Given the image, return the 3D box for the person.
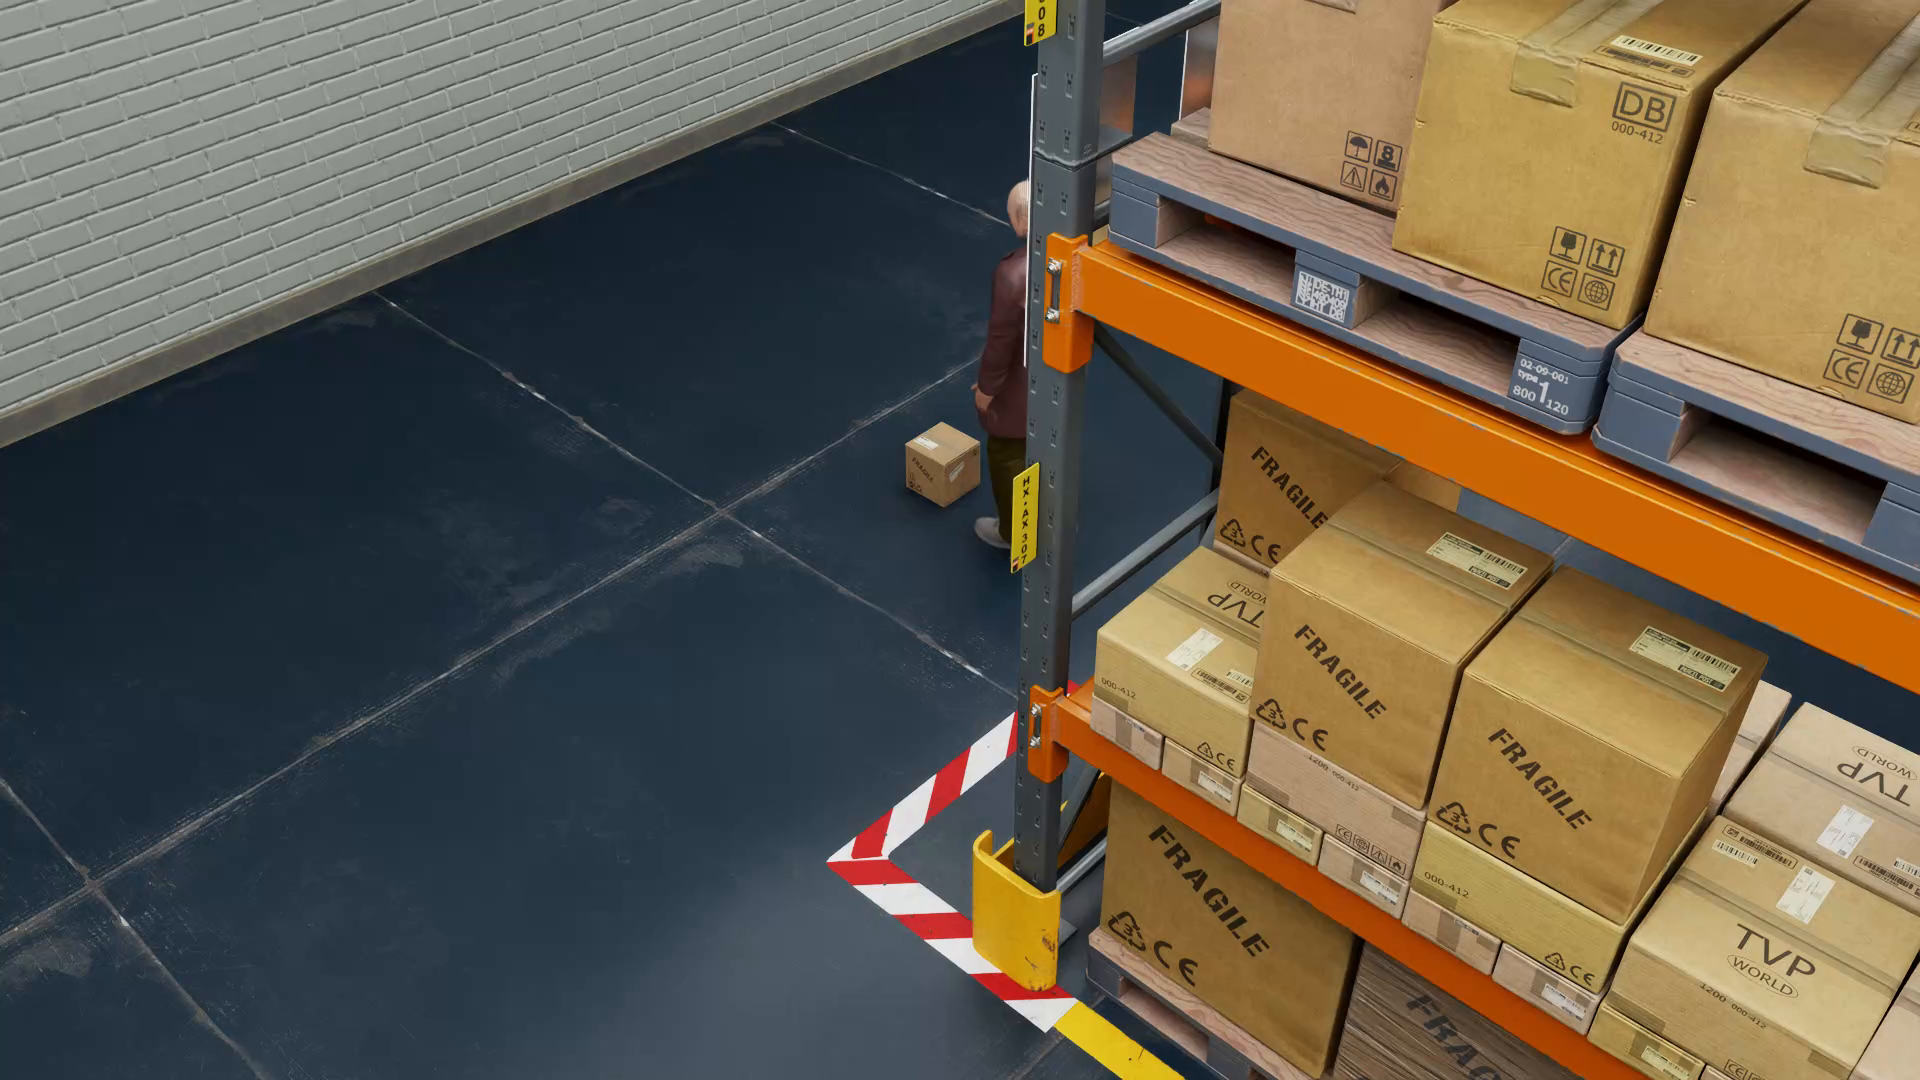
[{"bbox_3d":[0.288,-0.714,7.061,0.378,1.771,0.562,31,48,33],"label":"person"}]
